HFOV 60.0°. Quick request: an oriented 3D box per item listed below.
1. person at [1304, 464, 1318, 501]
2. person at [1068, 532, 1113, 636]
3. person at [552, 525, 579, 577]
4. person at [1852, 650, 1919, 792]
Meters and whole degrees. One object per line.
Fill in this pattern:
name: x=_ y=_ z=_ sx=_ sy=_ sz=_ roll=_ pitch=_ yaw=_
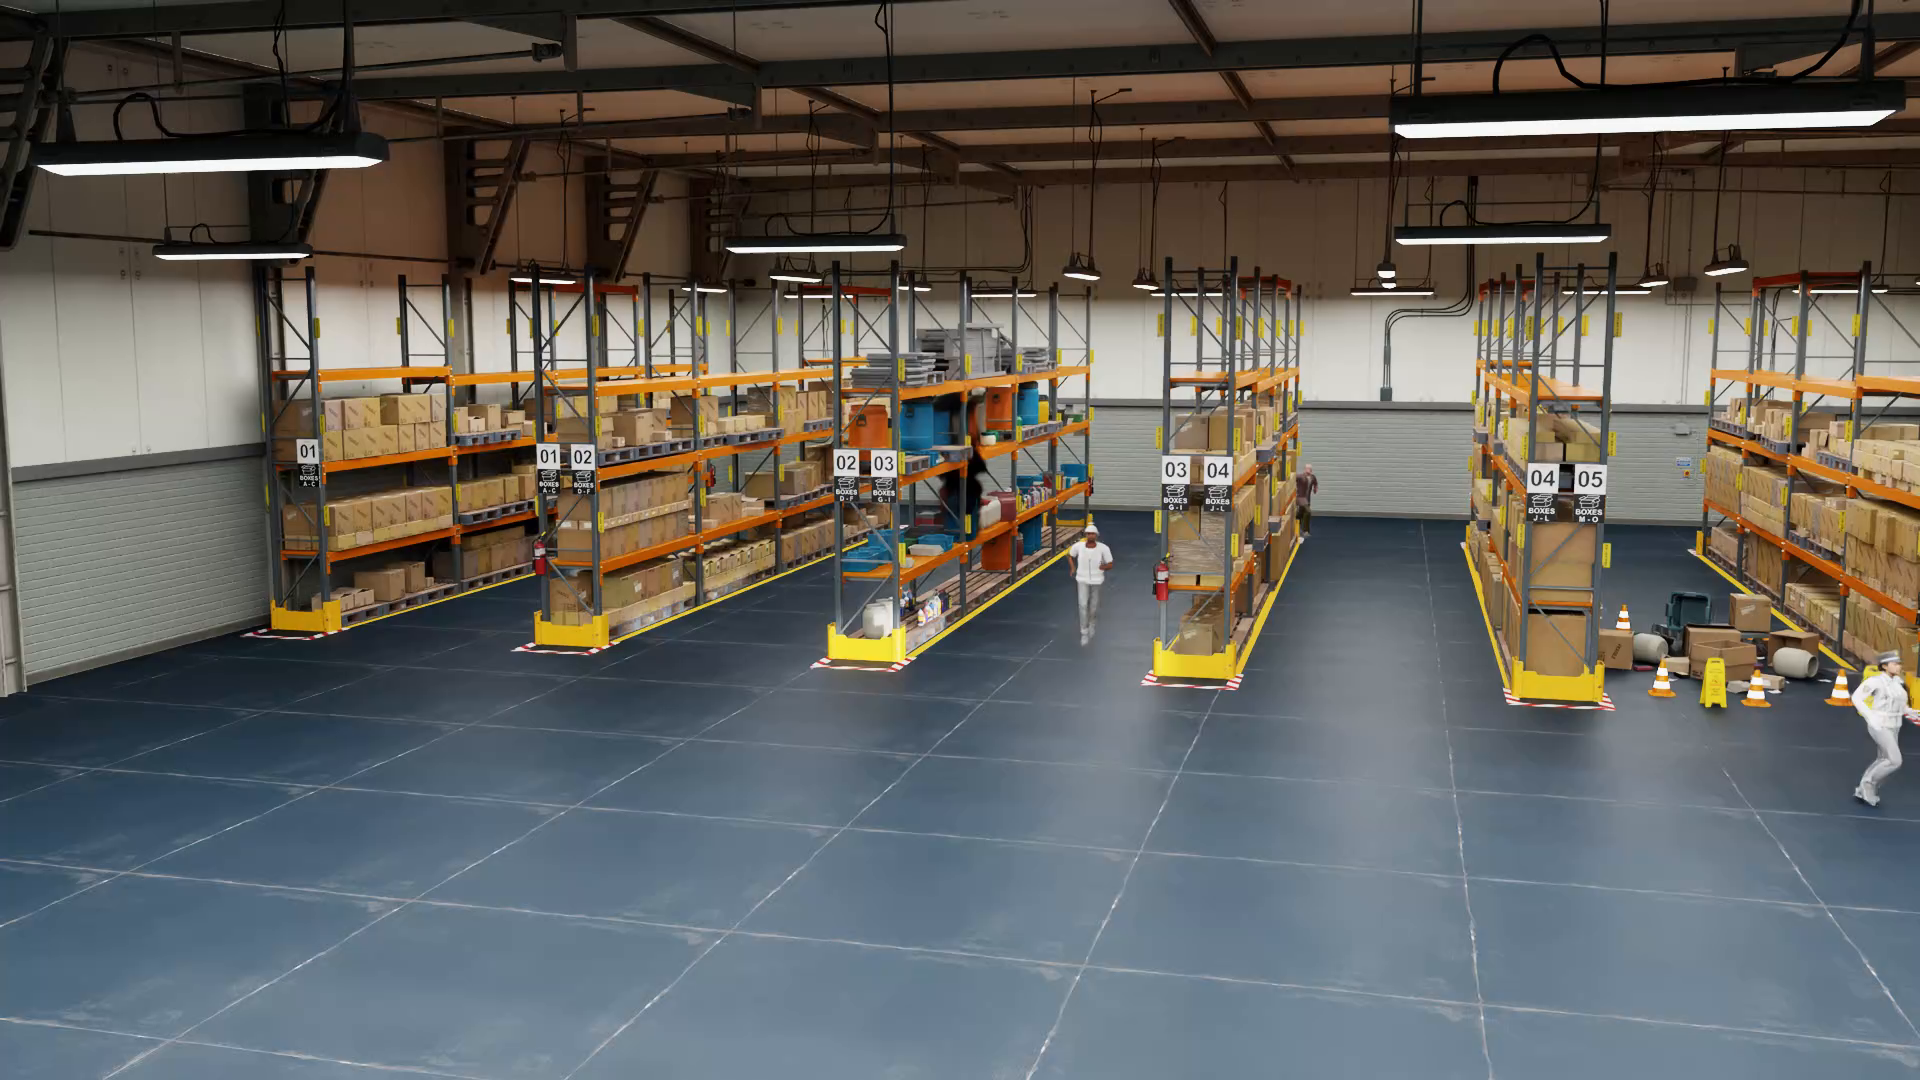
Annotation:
person: x=8.371 y=-1.391 z=40.202 sx=0.734 sy=0.903 sz=0.654 roll=-5 pitch=9 yaw=-37
person: x=2.008 y=0.614 z=25.565 sx=0.690 sy=1.637 sz=0.810 roll=0 pitch=7 yaw=3
person: x=-7.076 y=0.327 z=30.288 sx=0.676 sy=1.734 sz=0.957 roll=0 pitch=7 yaw=0
person: x=9.736 y=1.930 z=17.415 sx=0.508 sy=1.588 sz=0.600 roll=-4 pitch=8 yaw=-28
